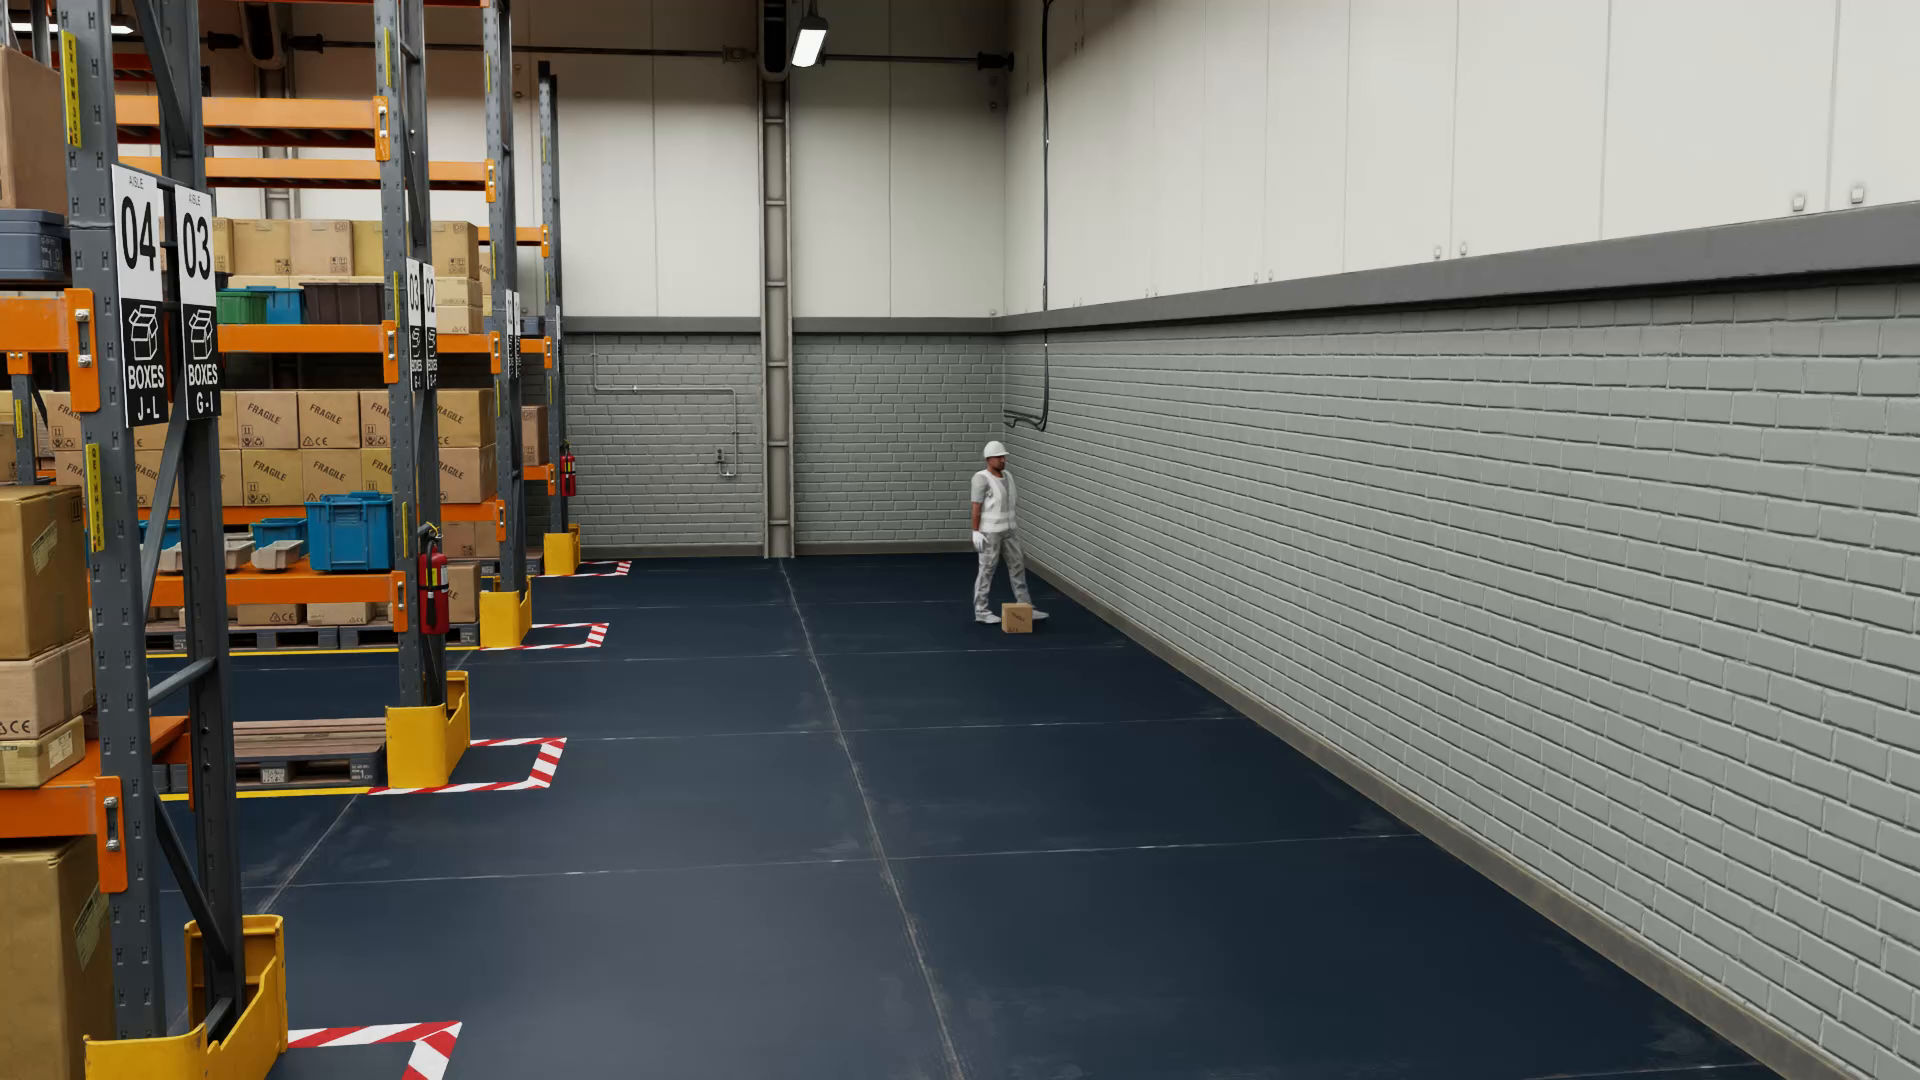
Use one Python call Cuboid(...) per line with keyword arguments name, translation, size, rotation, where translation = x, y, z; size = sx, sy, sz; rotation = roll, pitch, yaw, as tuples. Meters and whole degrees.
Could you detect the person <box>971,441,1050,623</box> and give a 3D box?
Cuboid(name="person", translation=(0.465, -0.070, 16.160), size=(0.662, 1.782, 0.589), rotation=(6, 8, 41))
